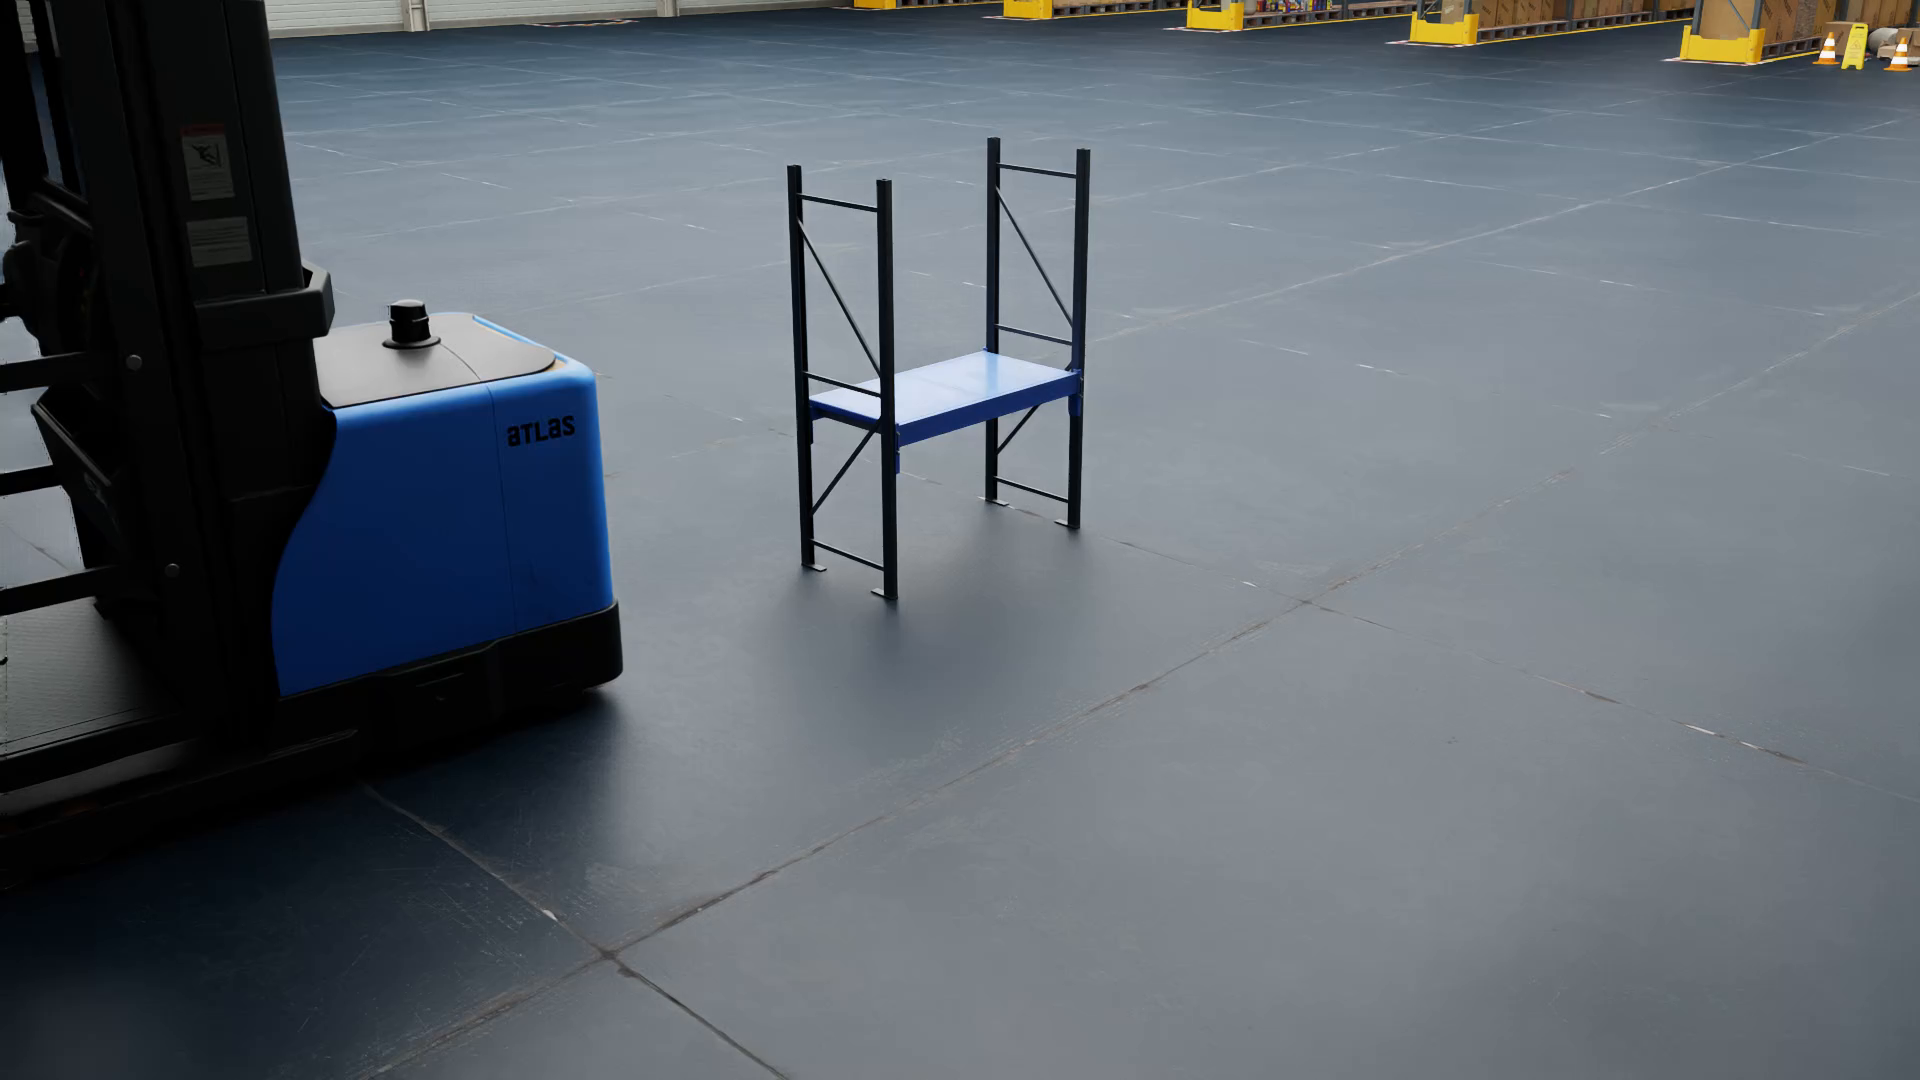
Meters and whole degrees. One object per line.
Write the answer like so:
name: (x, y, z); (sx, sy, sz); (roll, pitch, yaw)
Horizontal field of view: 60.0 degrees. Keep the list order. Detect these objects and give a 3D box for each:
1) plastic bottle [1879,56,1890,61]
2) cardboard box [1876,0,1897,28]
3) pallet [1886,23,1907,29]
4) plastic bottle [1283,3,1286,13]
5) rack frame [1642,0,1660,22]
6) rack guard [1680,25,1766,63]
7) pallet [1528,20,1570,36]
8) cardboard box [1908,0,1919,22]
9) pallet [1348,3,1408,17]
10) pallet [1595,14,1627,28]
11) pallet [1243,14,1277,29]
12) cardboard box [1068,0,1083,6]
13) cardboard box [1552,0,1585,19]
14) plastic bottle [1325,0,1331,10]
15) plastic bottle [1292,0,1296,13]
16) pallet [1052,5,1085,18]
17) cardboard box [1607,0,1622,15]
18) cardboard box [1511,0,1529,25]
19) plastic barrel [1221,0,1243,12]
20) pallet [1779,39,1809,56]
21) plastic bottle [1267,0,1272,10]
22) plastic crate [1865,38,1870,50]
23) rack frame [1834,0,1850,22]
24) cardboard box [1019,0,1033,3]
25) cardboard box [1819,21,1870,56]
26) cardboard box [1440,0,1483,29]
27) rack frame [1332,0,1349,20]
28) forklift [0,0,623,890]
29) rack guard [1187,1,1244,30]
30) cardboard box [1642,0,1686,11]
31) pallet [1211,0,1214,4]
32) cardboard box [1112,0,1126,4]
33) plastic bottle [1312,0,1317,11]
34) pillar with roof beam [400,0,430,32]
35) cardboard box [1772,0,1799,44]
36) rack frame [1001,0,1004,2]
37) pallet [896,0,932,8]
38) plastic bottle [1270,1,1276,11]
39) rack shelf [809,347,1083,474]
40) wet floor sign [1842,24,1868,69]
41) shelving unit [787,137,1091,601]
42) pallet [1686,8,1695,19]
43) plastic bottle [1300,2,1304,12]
plastic bottle: (14.674, -7.650, 26.392); (0.133, 0.061, 0.283); (9, 23, 23)
cardboard box: (16.545, -9.859, 30.593); (0.750, 0.750, 1.050); (-20, 28, -41)
pallet: (17.037, -9.587, 31.223); (1.003, 0.211, 1.213); (19, 28, 41)
plastic bottle: (6.589, -10.837, 33.875); (0.097, 0.201, 0.097); (0, 21, 0)
rack frame: (14.158, -12.340, 34.498); (1.000, 3.000, 0.127); (19, 28, 41)
rack guard: (12.044, -7.843, 26.283); (1.175, 0.500, 0.348); (19, 28, 41)
pallet: (10.925, -9.828, 31.851); (1.003, 0.211, 1.213); (19, 28, 41)
cardboard box: (18.318, -10.219, 31.881); (0.500, 0.500, 0.500); (18, 27, 38)
pallet: (9.190, -11.776, 36.918); (1.003, 0.211, 1.213); (19, 28, 41)
pallet: (12.761, -10.525, 33.664); (1.003, 0.211, 1.213); (19, 28, 41)
pallet: (5.619, -10.460, 33.494); (1.003, 0.211, 1.213); (19, 28, 41)
cardboard box: (2.362, -11.888, 36.569); (0.500, 0.250, 0.500); (19, 28, 41)
cardboard box: (11.812, -10.502, 32.589); (0.700, 0.500, 0.500); (17, 27, 37)
plastic bottle: (7.720, -11.282, 34.920); (0.133, 0.283, 0.061); (-18, 28, -39)
plastic bottle: (6.826, -10.957, 34.089); (0.097, 0.271, 0.097); (0, 21, 0)
pallet: (1.986, -11.669, 36.640); (1.003, 0.211, 1.213); (19, 28, 41)
cardboard box: (12.937, -10.908, 33.643); (0.500, 0.500, 0.700); (-17, 27, -38)
cardboard box: (10.289, -9.919, 31.100); (0.500, 0.500, 0.500); (16, 26, 36)
plastic barrel: (5.433, -10.746, 33.234); (0.421, 0.512, 0.421); (0, 21, 0)
pallet: (13.413, -8.251, 27.748); (1.003, 0.211, 1.213); (19, 28, 41)
plastic bottle: (6.401, -11.211, 34.640); (0.185, 0.351, 0.144); (-19, 28, -40)
plastic crate: (15.668, -8.386, 28.050); (0.662, 0.188, 0.450); (-6, 12, -15)
rack frame: (14.851, -10.044, 28.525); (1.000, 3.000, 0.127); (19, 28, 41)
cardboard box: (1.645, -11.888, 36.570); (0.500, 0.250, 0.500); (19, 28, 41)
cardboard box: (14.503, -8.223, 27.267); (0.500, 0.500, 0.500); (-14, 25, -33)
cardboard box: (9.025, -9.469, 29.927); (0.500, 0.500, 0.500); (-14, 25, -32)
rack frame: (7.819, -12.551, 35.048); (1.000, 3.000, 0.127); (19, 28, 41)
forklift: (-2.543, -0.688, 4.278); (3.031, 2.935, 1.130); (-16, 26, -35)
rack guard: (5.048, -10.387, 32.903); (1.175, 0.500, 0.348); (19, 28, 41)
cardboard box: (14.655, -11.716, 35.252); (1.225, 0.875, 0.875); (18, 27, 38)
pallet: (6.461, -13.316, 40.926); (1.003, 0.211, 1.213); (19, 28, 41)
cardboard box: (3.412, -12.272, 37.569); (0.500, 0.250, 0.500); (19, 28, 41)
plastic bottle: (7.359, -11.149, 34.573); (0.133, 0.283, 0.061); (-18, 27, -39)
pillar with roof beam: (-7.488, -13.037, 27.950); (9.100, 9.000, 0.400); (19, 28, 41)
cardboard box: (13.099, -8.638, 27.242); (0.875, 0.875, 0.875); (19, 28, 40)
rack frame: (0.721, -15.031, 41.499); (1.000, 3.000, 0.127); (19, 28, 41)
pallet: (-1.424, -12.920, 39.895); (1.003, 0.211, 1.213); (19, 28, 41)
plastic bottle: (6.518, -11.122, 34.617); (0.097, 0.201, 0.097); (0, 21, 0)
rack shelf: (-0.060, -0.510, 6.313); (0.538, 0.185, 1.000); (19, 28, 41)
wet floor sign: (13.459, -7.414, 24.964); (0.267, 0.644, 0.232); (14, 25, 32)
shelving unit: (-0.060, -0.678, 6.248); (0.538, 1.500, 1.048); (19, 28, 41)
pallet: (15.613, -11.534, 36.288); (1.003, 0.211, 1.213); (19, 28, 41)
plastic bottle: (7.038, -11.002, 34.305); (0.097, 0.201, 0.097); (0, 21, 0)
